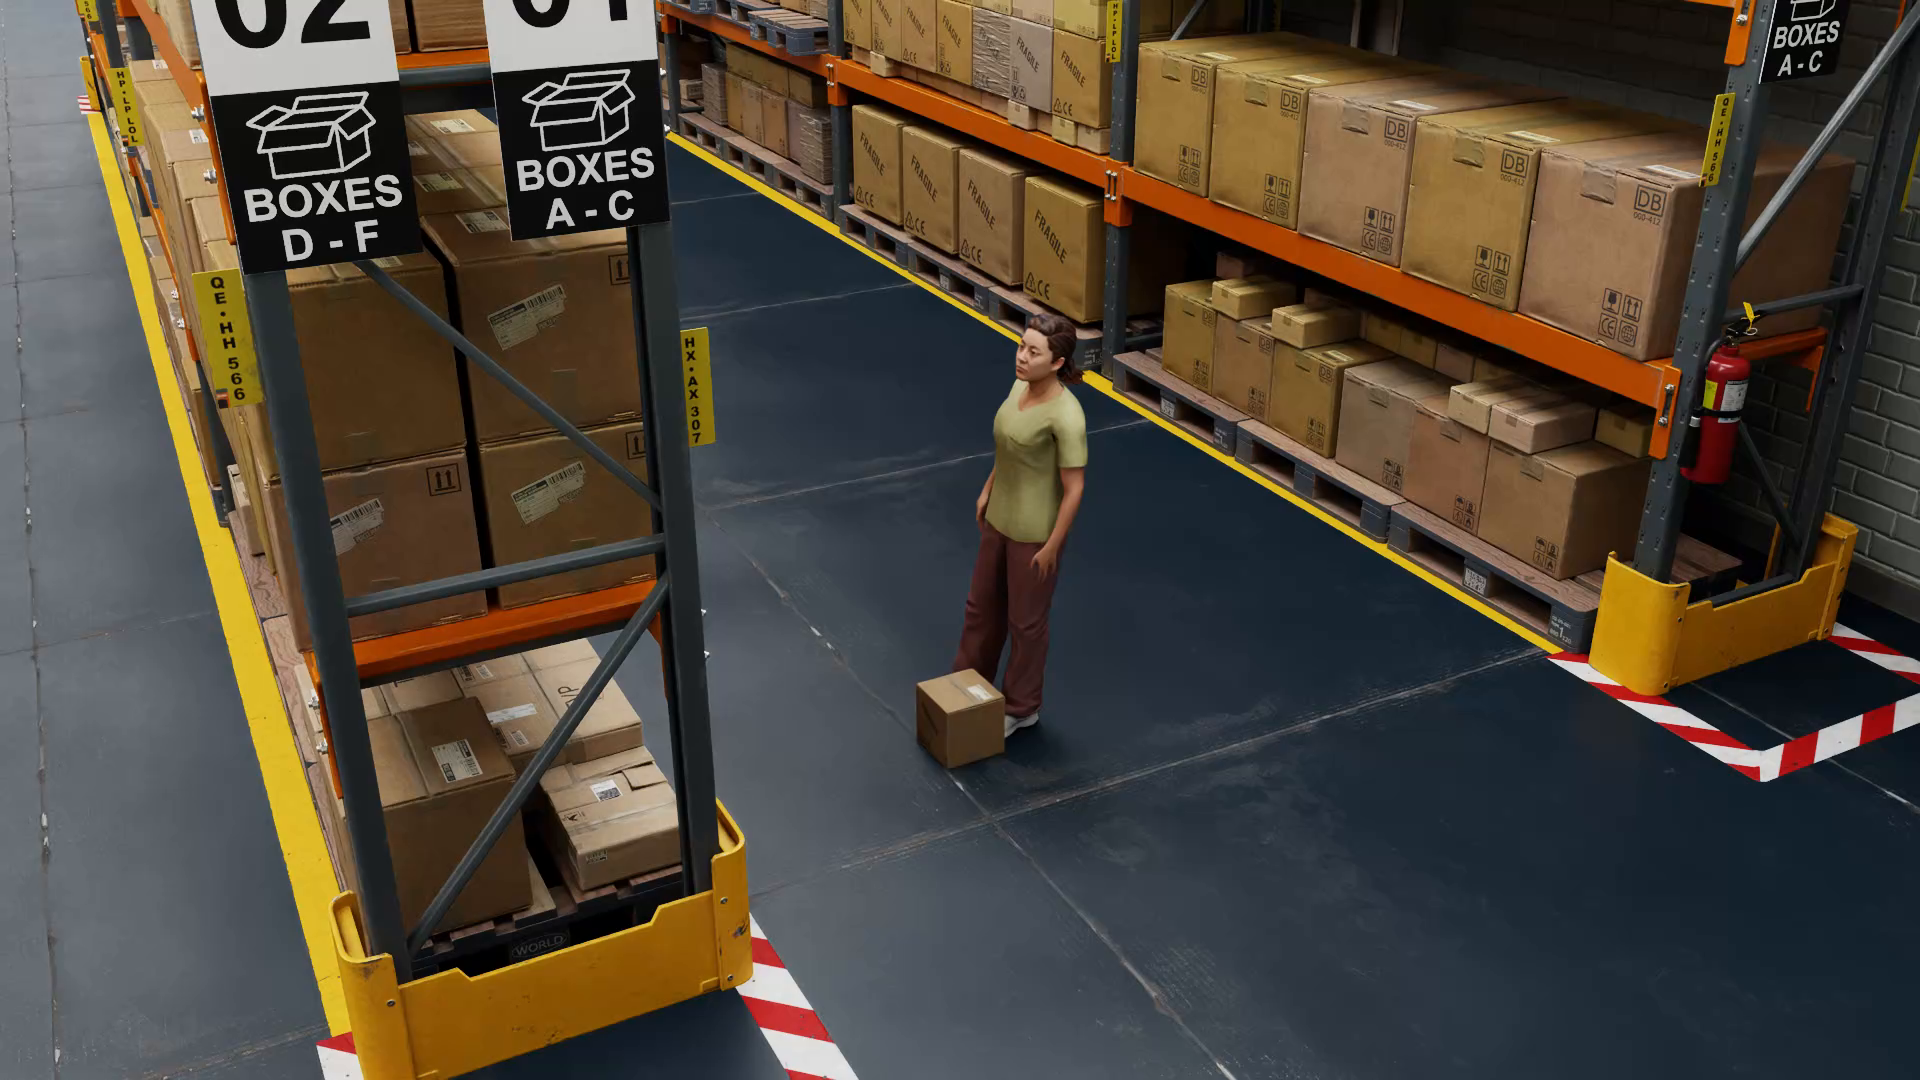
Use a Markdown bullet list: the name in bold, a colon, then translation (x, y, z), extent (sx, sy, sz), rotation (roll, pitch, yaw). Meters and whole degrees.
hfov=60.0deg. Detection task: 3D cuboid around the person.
- **person**: translation (0.178, -0.026, 6.146), extent (0.549, 1.674, 0.551), rotation (-13, 28, -25)
